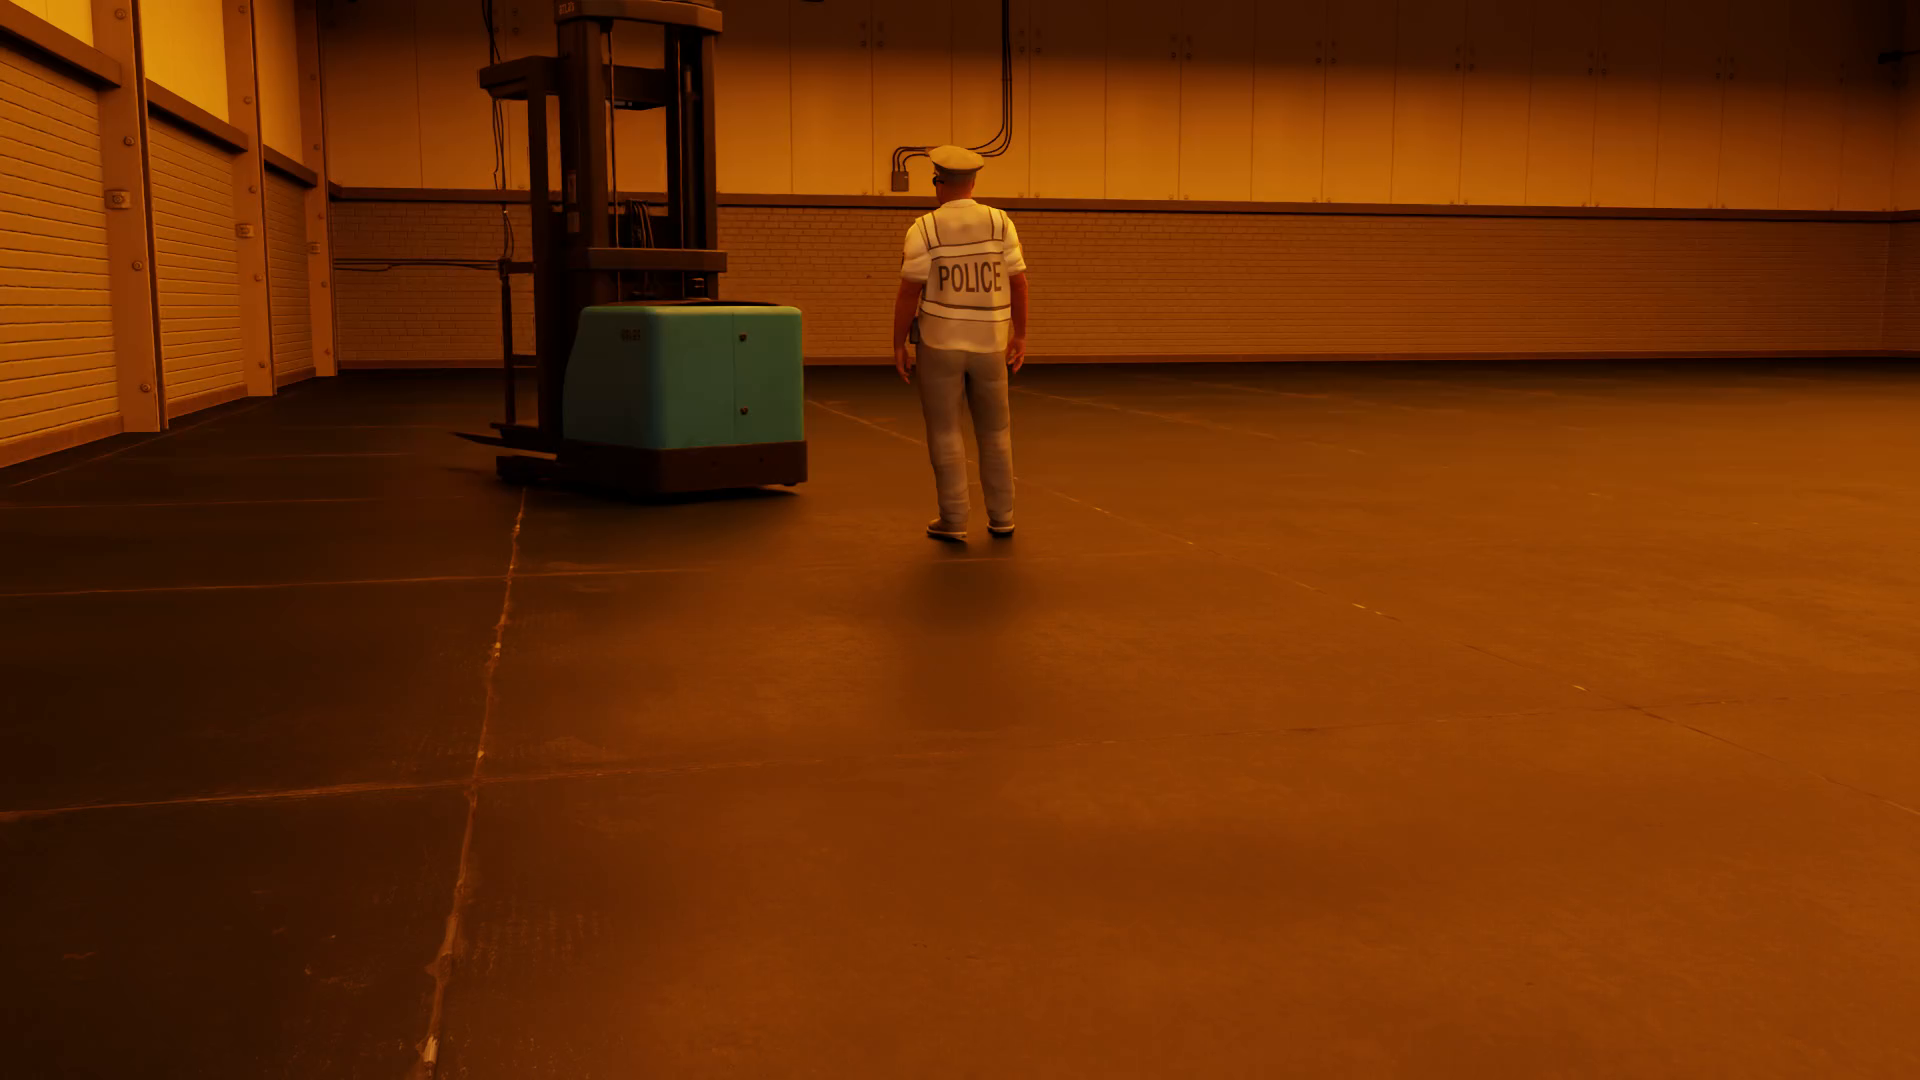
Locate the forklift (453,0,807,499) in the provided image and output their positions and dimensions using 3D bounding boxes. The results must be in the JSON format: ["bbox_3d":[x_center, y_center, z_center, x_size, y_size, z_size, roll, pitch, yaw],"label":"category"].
[{"bbox_3d":[-2.219,-1.831,10.212,1.130,2.935,3.031,-7,10,-40],"label":"forklift"}]

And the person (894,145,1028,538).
[{"bbox_3d":[-0.007,-0.901,7.660,0.641,1.780,0.574,-2,8,-13],"label":"person"}]
